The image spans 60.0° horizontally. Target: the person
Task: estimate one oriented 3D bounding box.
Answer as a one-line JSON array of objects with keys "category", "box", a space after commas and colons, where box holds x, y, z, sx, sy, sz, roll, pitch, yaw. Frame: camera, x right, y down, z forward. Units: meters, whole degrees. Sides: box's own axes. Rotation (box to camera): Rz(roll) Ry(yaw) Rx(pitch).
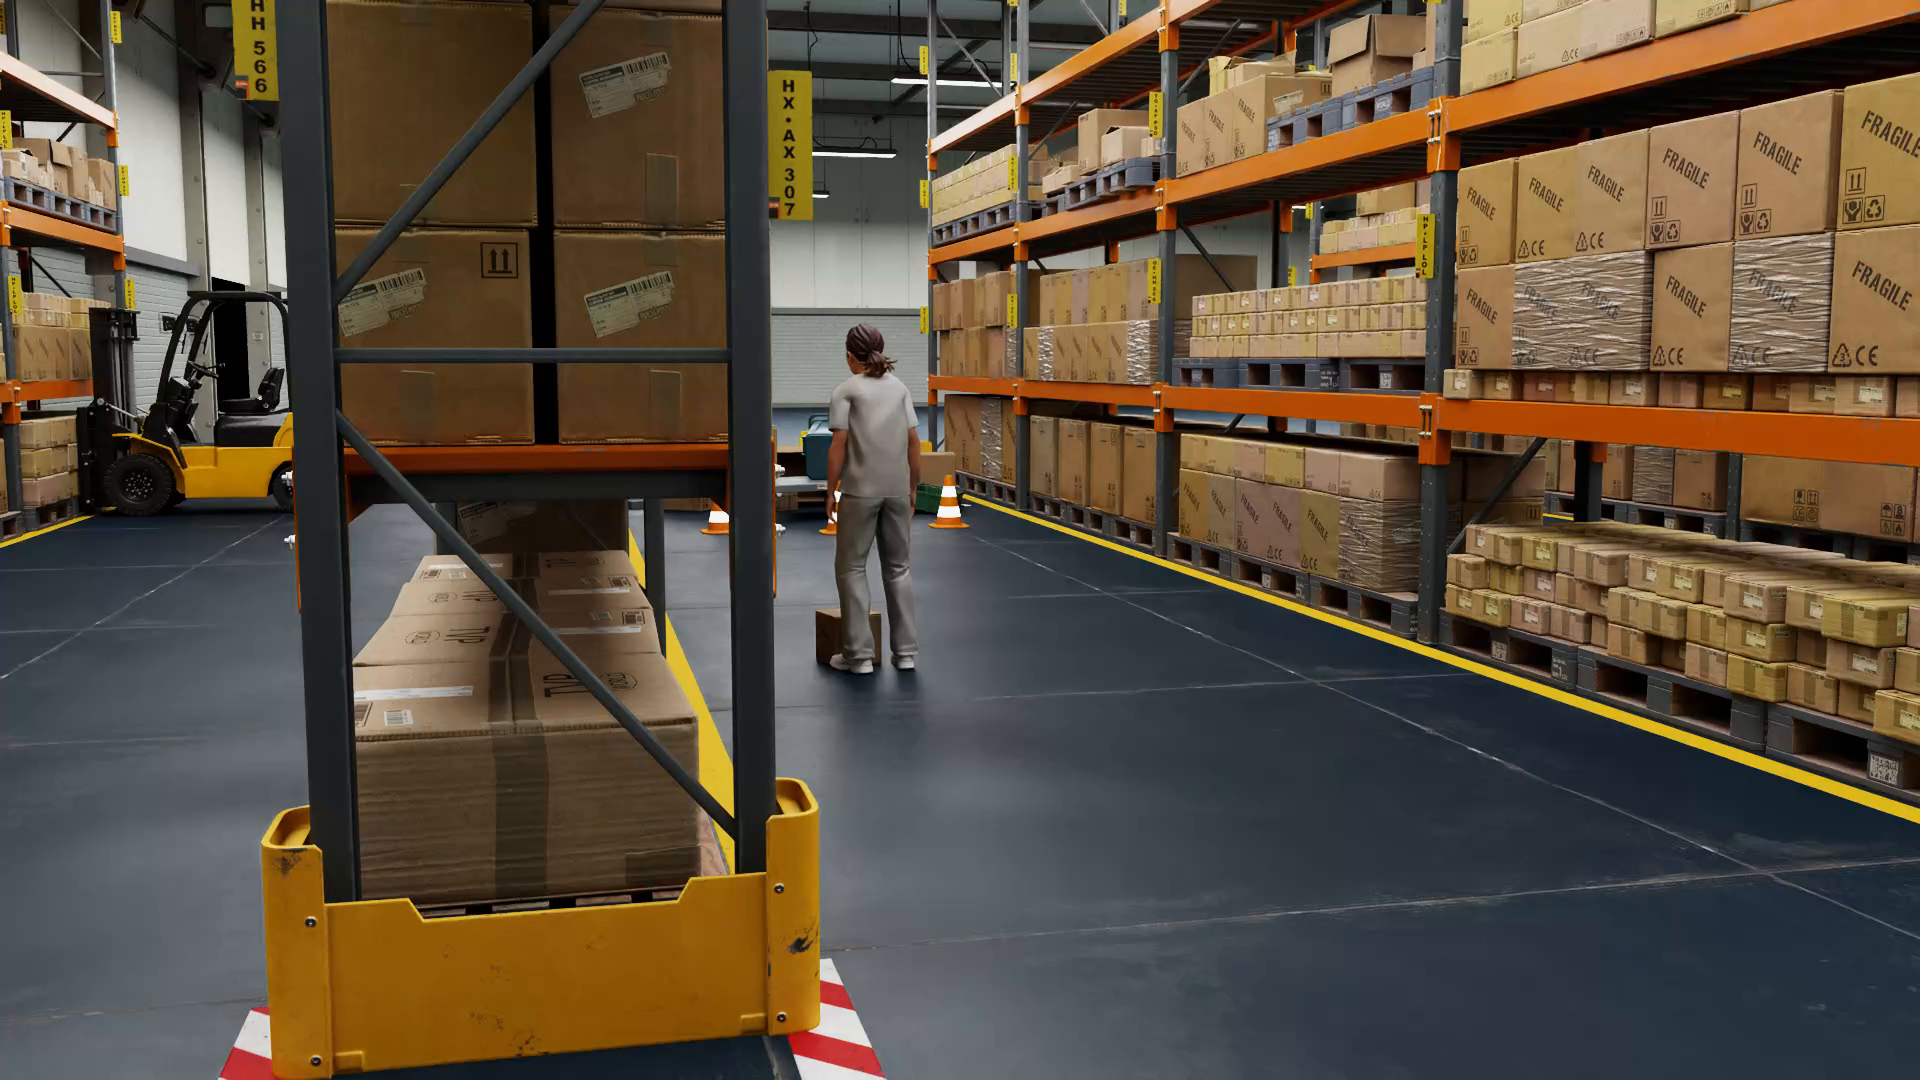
[{"category": "person", "box": [-0.422, -0.202, 8.009, 0.486, 1.672, 0.363, -3, 7, -27]}]
